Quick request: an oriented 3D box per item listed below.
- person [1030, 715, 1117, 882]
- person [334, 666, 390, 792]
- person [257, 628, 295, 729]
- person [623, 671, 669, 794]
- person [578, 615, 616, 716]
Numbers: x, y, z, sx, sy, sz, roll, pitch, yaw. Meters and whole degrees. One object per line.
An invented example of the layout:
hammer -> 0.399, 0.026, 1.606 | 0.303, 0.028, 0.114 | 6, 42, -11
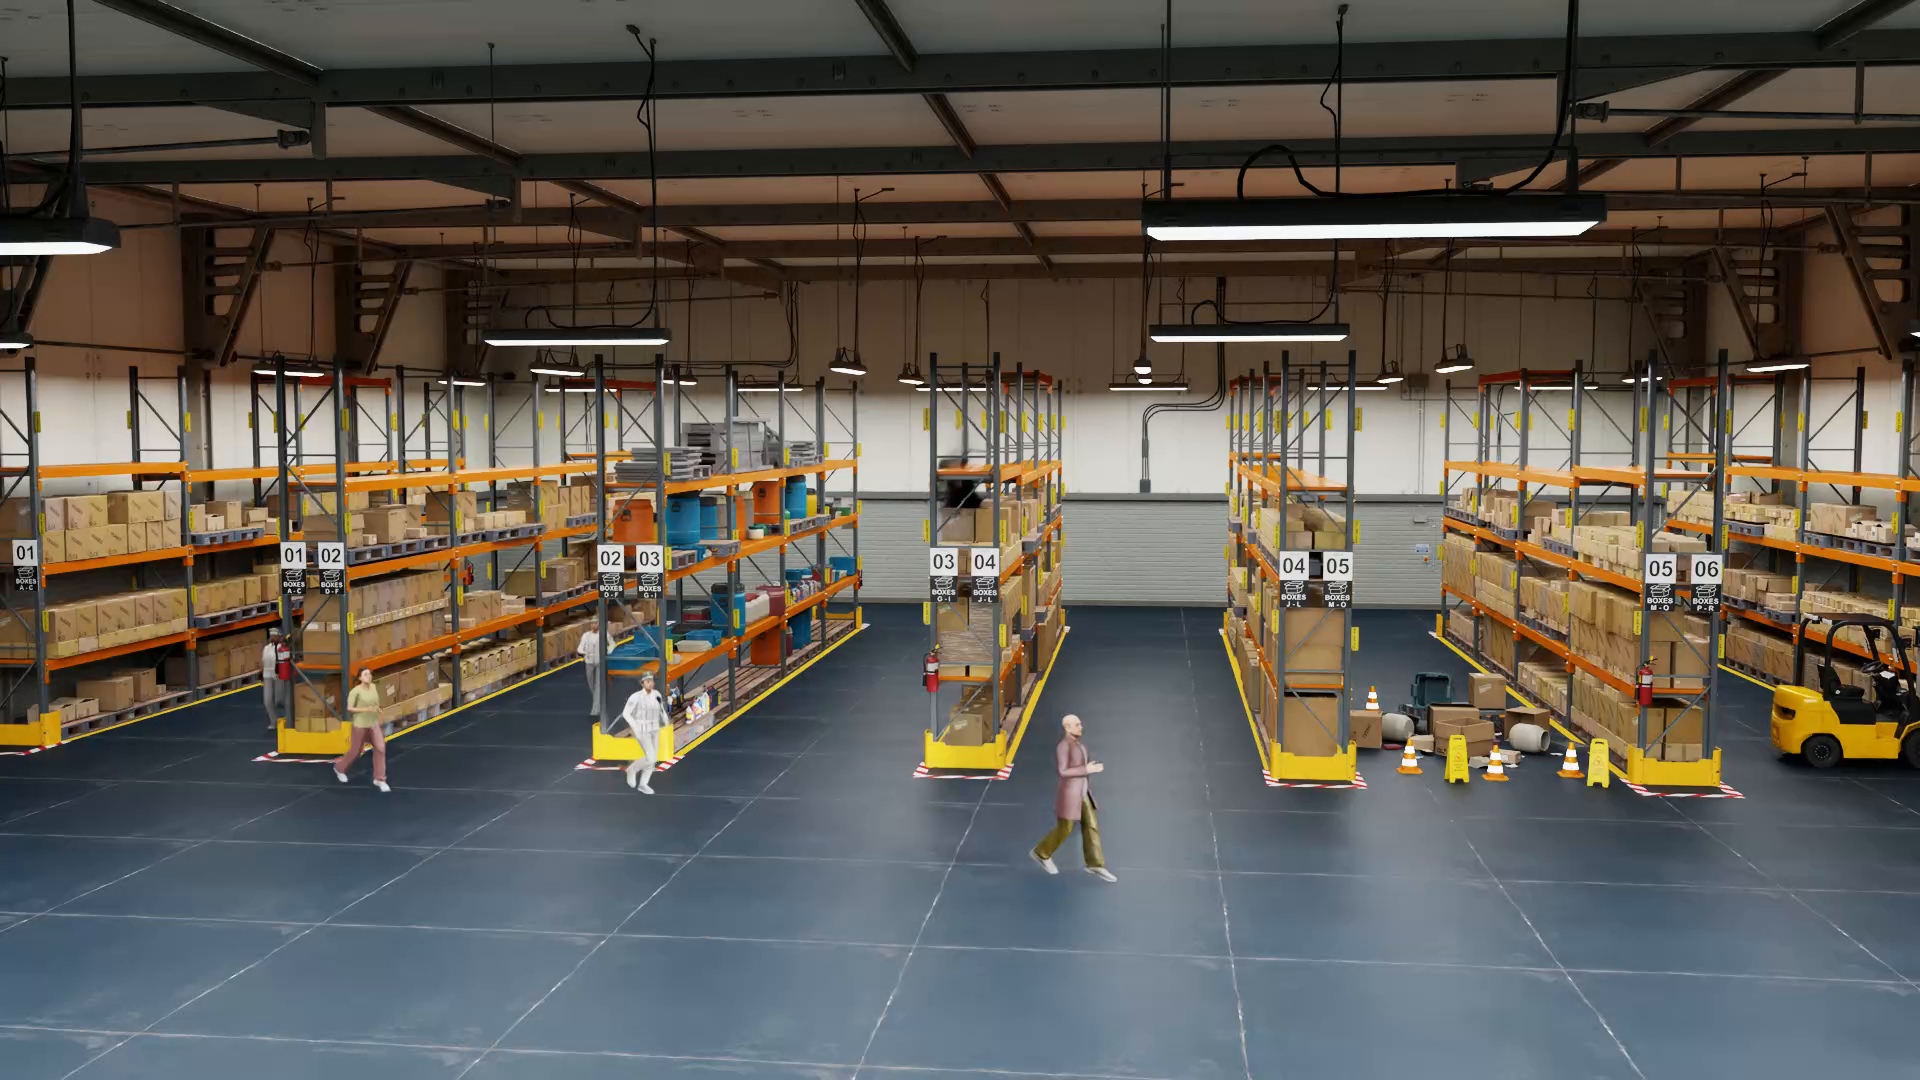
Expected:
person -> 1.226, 2.802, 18.147 | 0.981, 1.804, 0.698 | 2, 5, 30
person -> -8.157, 2.560, 22.721 | 0.954, 1.696, 0.583 | 3, 5, 35
person -> -11.214, 2.250, 27.236 | 0.574, 1.649, 0.530 | 0, 4, 6
person -> -4.205, 2.590, 22.476 | 0.569, 1.669, 0.605 | 4, 5, 42
person -> -6.230, 2.111, 28.465 | 0.617, 1.667, 0.958 | 0, 4, -2
